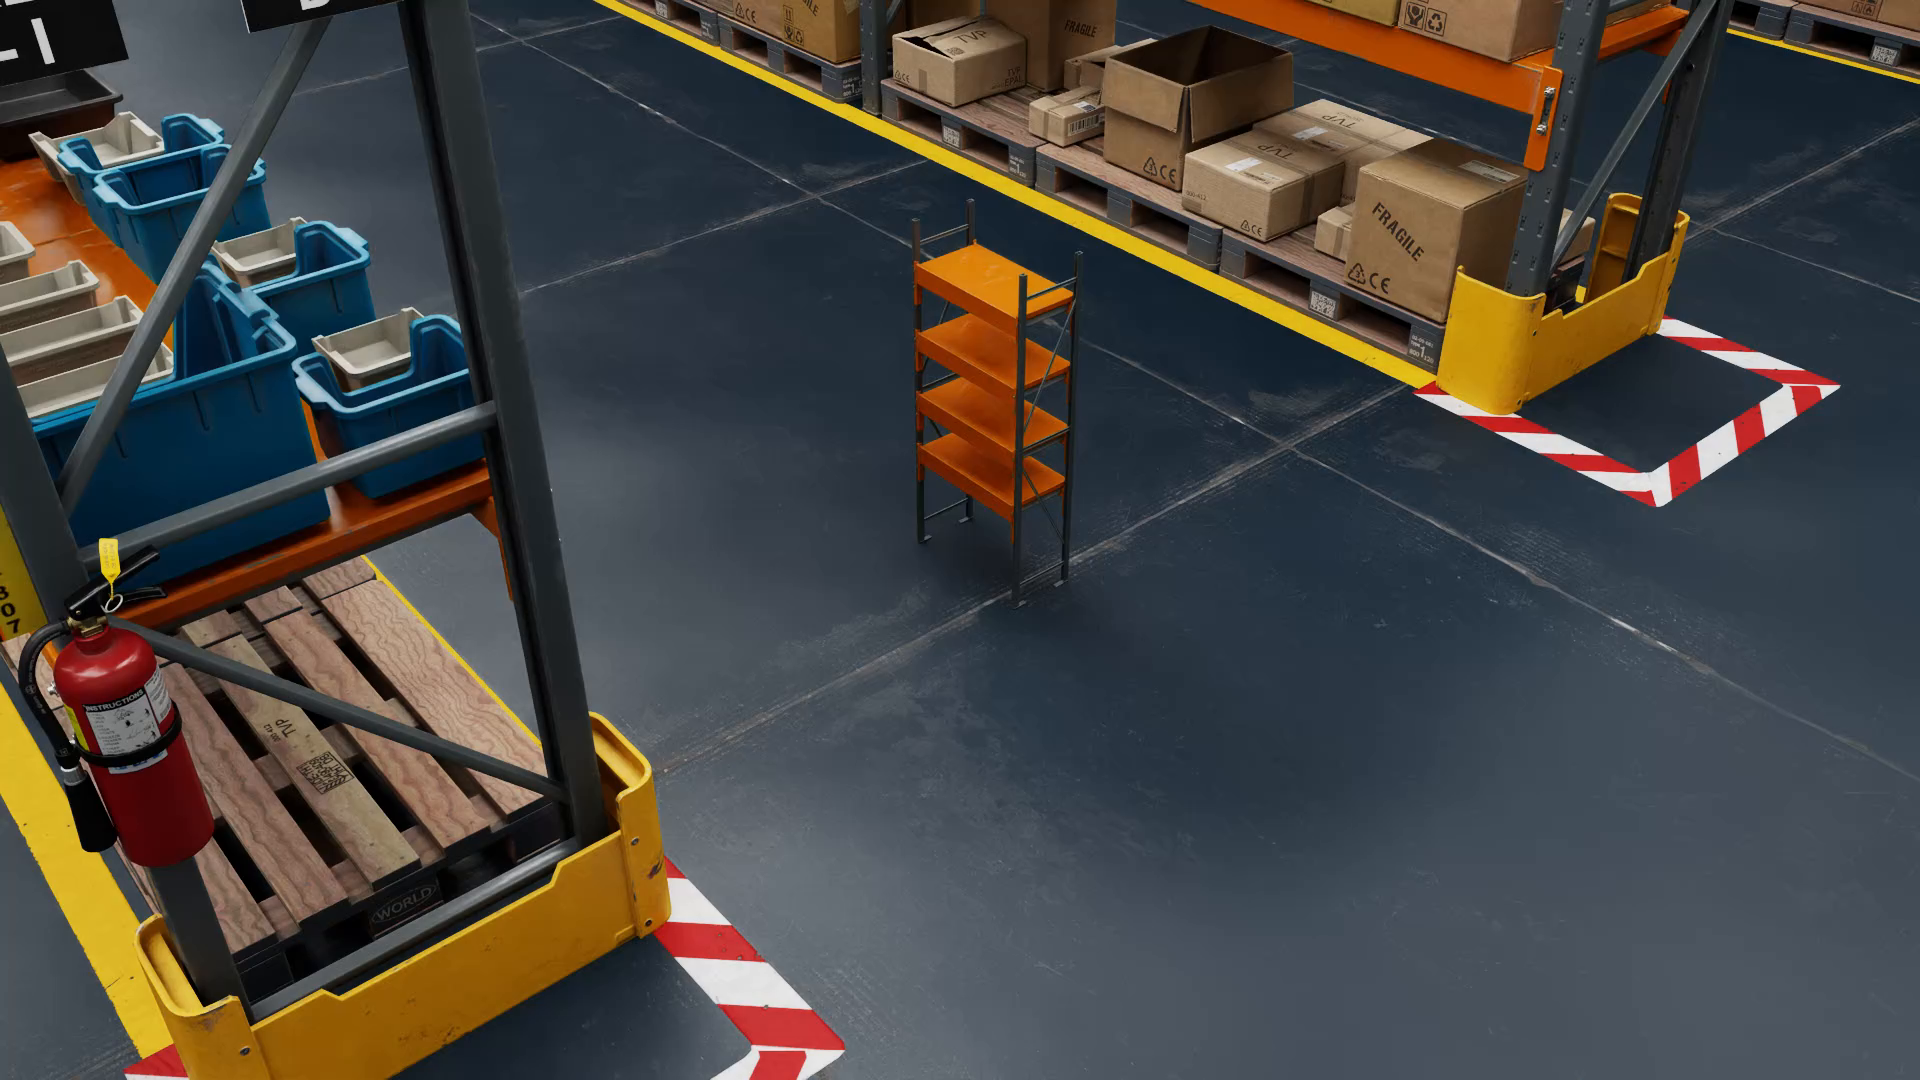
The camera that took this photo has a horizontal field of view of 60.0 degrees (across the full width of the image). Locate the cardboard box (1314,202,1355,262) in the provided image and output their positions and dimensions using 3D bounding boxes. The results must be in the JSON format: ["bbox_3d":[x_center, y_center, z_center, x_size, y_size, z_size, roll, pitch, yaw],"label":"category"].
[{"bbox_3d":[1.741,-1.334,7.109,0.380,0.166,0.250,-26,43,-32],"label":"cardboard box"}]

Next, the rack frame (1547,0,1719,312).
[{"bbox_3d":[2.475,-1.951,5.910,0.949,2.616,0.053,-26,43,-32],"label":"rack frame"}]

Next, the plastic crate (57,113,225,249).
[{"bbox_3d":[-2.265,-1.006,4.668,0.416,0.233,0.300,-26,43,-32],"label":"plastic crate"}]

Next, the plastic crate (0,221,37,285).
[{"bbox_3d":[-2.558,-0.684,4.297,0.298,0.136,0.250,-26,43,-32],"label":"plastic crate"}]

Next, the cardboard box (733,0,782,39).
[{"bbox_3d":[-0.959,-3.208,9.466,0.500,0.500,0.500,-26,43,-32],"label":"cardboard box"}]

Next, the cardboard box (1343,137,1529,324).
[{"bbox_3d":[1.933,-1.257,6.712,0.500,0.500,0.500,-26,43,-32],"label":"cardboard box"}]

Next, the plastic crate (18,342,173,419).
[{"bbox_3d":[-1.978,-0.313,3.773,0.396,0.136,0.243,-26,43,-32],"label":"plastic crate"}]

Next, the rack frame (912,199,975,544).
[{"bbox_3d":[-0.051,-0.524,5.452,0.240,1.200,0.015,-26,43,-32],"label":"rack frame"}]

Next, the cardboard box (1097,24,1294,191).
[{"bbox_3d":[1.108,-2.049,7.827,0.797,0.503,0.637,-26,43,-32],"label":"cardboard box"}]

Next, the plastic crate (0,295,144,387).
[{"bbox_3d":[-2.154,-0.447,3.962,0.396,0.136,0.243,-26,43,-32],"label":"plastic crate"}]

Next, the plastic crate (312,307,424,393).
[{"bbox_3d":[-1.365,-0.425,3.931,0.250,0.136,0.298,-26,43,-32],"label":"plastic crate"}]

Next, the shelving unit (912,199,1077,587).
[{"bbox_3d":[0.105,-0.418,5.301,0.258,1.200,0.499,-26,43,-32],"label":"shelving unit"}]

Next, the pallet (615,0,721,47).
[{"bbox_3d":[-1.454,-3.462,10.455,1.003,0.211,1.213,-26,43,-32],"label":"pallet"}]

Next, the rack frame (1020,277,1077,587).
[{"bbox_3d":[0.264,-0.309,5.148,0.228,1.046,0.006,-26,43,-32],"label":"rack frame"}]

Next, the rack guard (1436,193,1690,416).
[{"bbox_3d":[2.423,-0.963,6.678,1.175,0.500,0.348,-26,43,-32],"label":"rack guard"}]

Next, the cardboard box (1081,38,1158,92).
[{"bbox_3d":[0.960,-2.321,8.378,0.500,0.311,0.500,-26,43,-32],"label":"cardboard box"}]

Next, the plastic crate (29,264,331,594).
[{"bbox_3d":[-1.673,-0.221,3.384,0.616,0.435,0.499,-26,43,-32],"label":"plastic crate"}]

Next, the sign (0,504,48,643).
[{"bbox_3d":[-1.724,0.042,2.955,0.100,0.325,0.005,-26,43,-32],"label":"sign"}]

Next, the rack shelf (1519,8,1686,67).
[{"bbox_3d":[1.182,-2.648,7.285,0.919,0.052,3.809,-26,43,-32],"label":"rack shelf"}]

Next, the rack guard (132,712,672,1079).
[{"bbox_3d":[-1.288,0.922,4.016,1.175,0.500,0.348,-26,43,-32],"label":"rack guard"}]

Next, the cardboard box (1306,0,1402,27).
[{"bbox_3d":[1.638,-2.315,6.336,0.500,0.500,0.500,-26,43,-31],"label":"cardboard box"}]

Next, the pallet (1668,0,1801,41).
[{"bbox_3d":[4.895,-3.523,10.542,1.003,0.211,1.213,-26,43,-32],"label":"pallet"}]

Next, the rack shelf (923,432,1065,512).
[{"bbox_3d":[0.107,-0.232,5.431,0.221,0.050,0.457,-26,43,-32],"label":"rack shelf"}]

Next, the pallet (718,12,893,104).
[{"bbox_3d":[-0.663,-2.923,9.694,1.003,0.211,1.213,-26,43,-32],"label":"pallet"}]

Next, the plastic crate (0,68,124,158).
[{"bbox_3d":[-2.968,-1.388,5.301,0.437,0.125,0.590,-26,43,-32],"label":"plastic crate"}]

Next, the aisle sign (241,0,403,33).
[{"bbox_3d":[-1.040,-1.244,2.662,0.394,0.787,0.004,-26,43,-32],"label":"aisle sign"}]

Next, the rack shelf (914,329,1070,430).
[{"bbox_3d":[0.107,-0.544,5.210,0.258,0.148,0.480,-26,43,-32],"label":"rack shelf"}]

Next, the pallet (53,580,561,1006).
[{"bbox_3d":[-1.816,0.655,4.642,1.003,0.211,1.213,-26,43,-32],"label":"pallet"}]

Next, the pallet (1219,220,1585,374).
[{"bbox_3d":[-25.776,-11.246,13.843,28.867,8.999,54.027,-26,43,-32],"label":"pallet"}]

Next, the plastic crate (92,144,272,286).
[{"bbox_3d":[-2.071,-0.873,4.481,0.416,0.233,0.300,-26,43,-32],"label":"plastic crate"}]

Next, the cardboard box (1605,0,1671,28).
[{"bbox_3d":[2.388,-2.285,6.294,0.500,0.500,0.500,-25,42,-31],"label":"cardboard box"}]

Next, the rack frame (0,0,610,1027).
[{"bbox_3d":[-1.314,-0.104,3.302,1.000,3.000,0.127,-26,43,-32],"label":"rack frame"}]

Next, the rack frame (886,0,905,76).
[{"bbox_3d":[-0.106,-3.717,8.403,0.949,2.616,0.053,-26,43,-32],"label":"rack frame"}]
